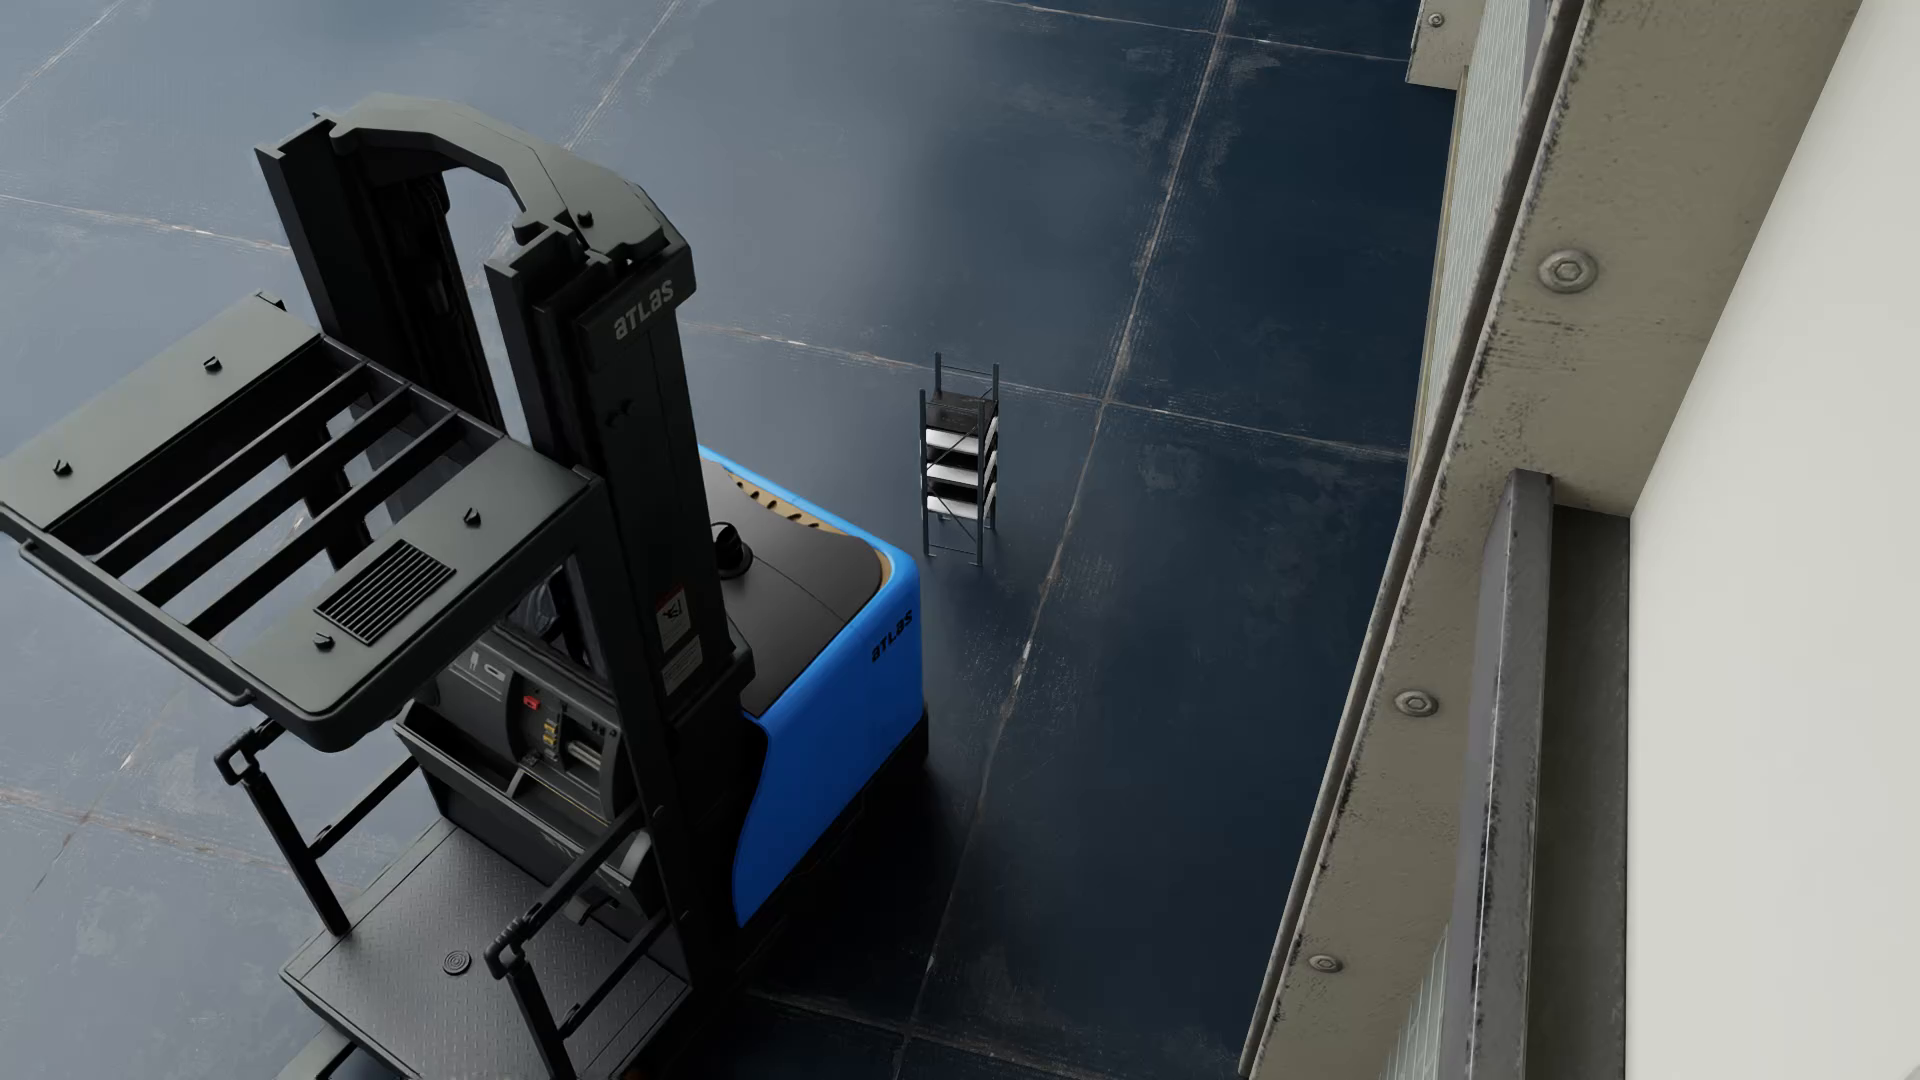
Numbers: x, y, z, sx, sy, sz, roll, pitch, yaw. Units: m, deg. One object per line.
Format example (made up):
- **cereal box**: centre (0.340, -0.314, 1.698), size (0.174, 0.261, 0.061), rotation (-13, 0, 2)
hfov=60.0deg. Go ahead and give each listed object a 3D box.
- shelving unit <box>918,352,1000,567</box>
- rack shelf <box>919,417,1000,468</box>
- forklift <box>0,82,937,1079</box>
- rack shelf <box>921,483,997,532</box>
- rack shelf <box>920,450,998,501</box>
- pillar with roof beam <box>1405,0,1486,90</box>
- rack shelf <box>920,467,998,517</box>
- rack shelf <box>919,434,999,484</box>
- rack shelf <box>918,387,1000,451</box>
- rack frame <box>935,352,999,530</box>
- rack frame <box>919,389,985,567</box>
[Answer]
- **shelving unit**: centre (-0.002, -0.292, 6.326), size (0.258, 0.900, 0.210), rotation (12, 50, 10)
- **rack shelf**: centre (-0.002, -0.389, 6.216), size (0.258, 0.077, 0.200), rotation (12, 50, 10)
- **forklift**: centre (-1.332, 0.479, 4.291), size (1.130, 2.935, 3.031), rotation (27, 54, 22)
- **rack shelf**: centre (-0.002, -0.151, 6.486), size (0.258, 0.077, 0.200), rotation (12, 50, 10)
- **rack shelf**: centre (-0.002, -0.270, 6.351), size (0.258, 0.077, 0.200), rotation (12, 50, 10)
- **pillar with roof beam**: centre (-1.594, -6.365, 6.285), size (9.100, 9.000, 0.400), rotation (12, 50, 10)
- **rack shelf**: centre (-0.002, -0.210, 6.419), size (0.258, 0.077, 0.200), rotation (12, 50, 10)
- **rack shelf**: centre (-0.002, -0.329, 6.284), size (0.258, 0.077, 0.200), rotation (12, 50, 10)
- **rack shelf**: centre (-0.002, -0.449, 6.149), size (0.258, 0.077, 0.200), rotation (12, 50, 10)
- **rack frame**: centre (0.025, -0.365, 6.391), size (0.240, 0.900, 0.006), rotation (12, 50, 10)
- **rack frame**: centre (-0.029, -0.218, 6.261), size (0.240, 0.900, 0.006), rotation (12, 50, 10)
